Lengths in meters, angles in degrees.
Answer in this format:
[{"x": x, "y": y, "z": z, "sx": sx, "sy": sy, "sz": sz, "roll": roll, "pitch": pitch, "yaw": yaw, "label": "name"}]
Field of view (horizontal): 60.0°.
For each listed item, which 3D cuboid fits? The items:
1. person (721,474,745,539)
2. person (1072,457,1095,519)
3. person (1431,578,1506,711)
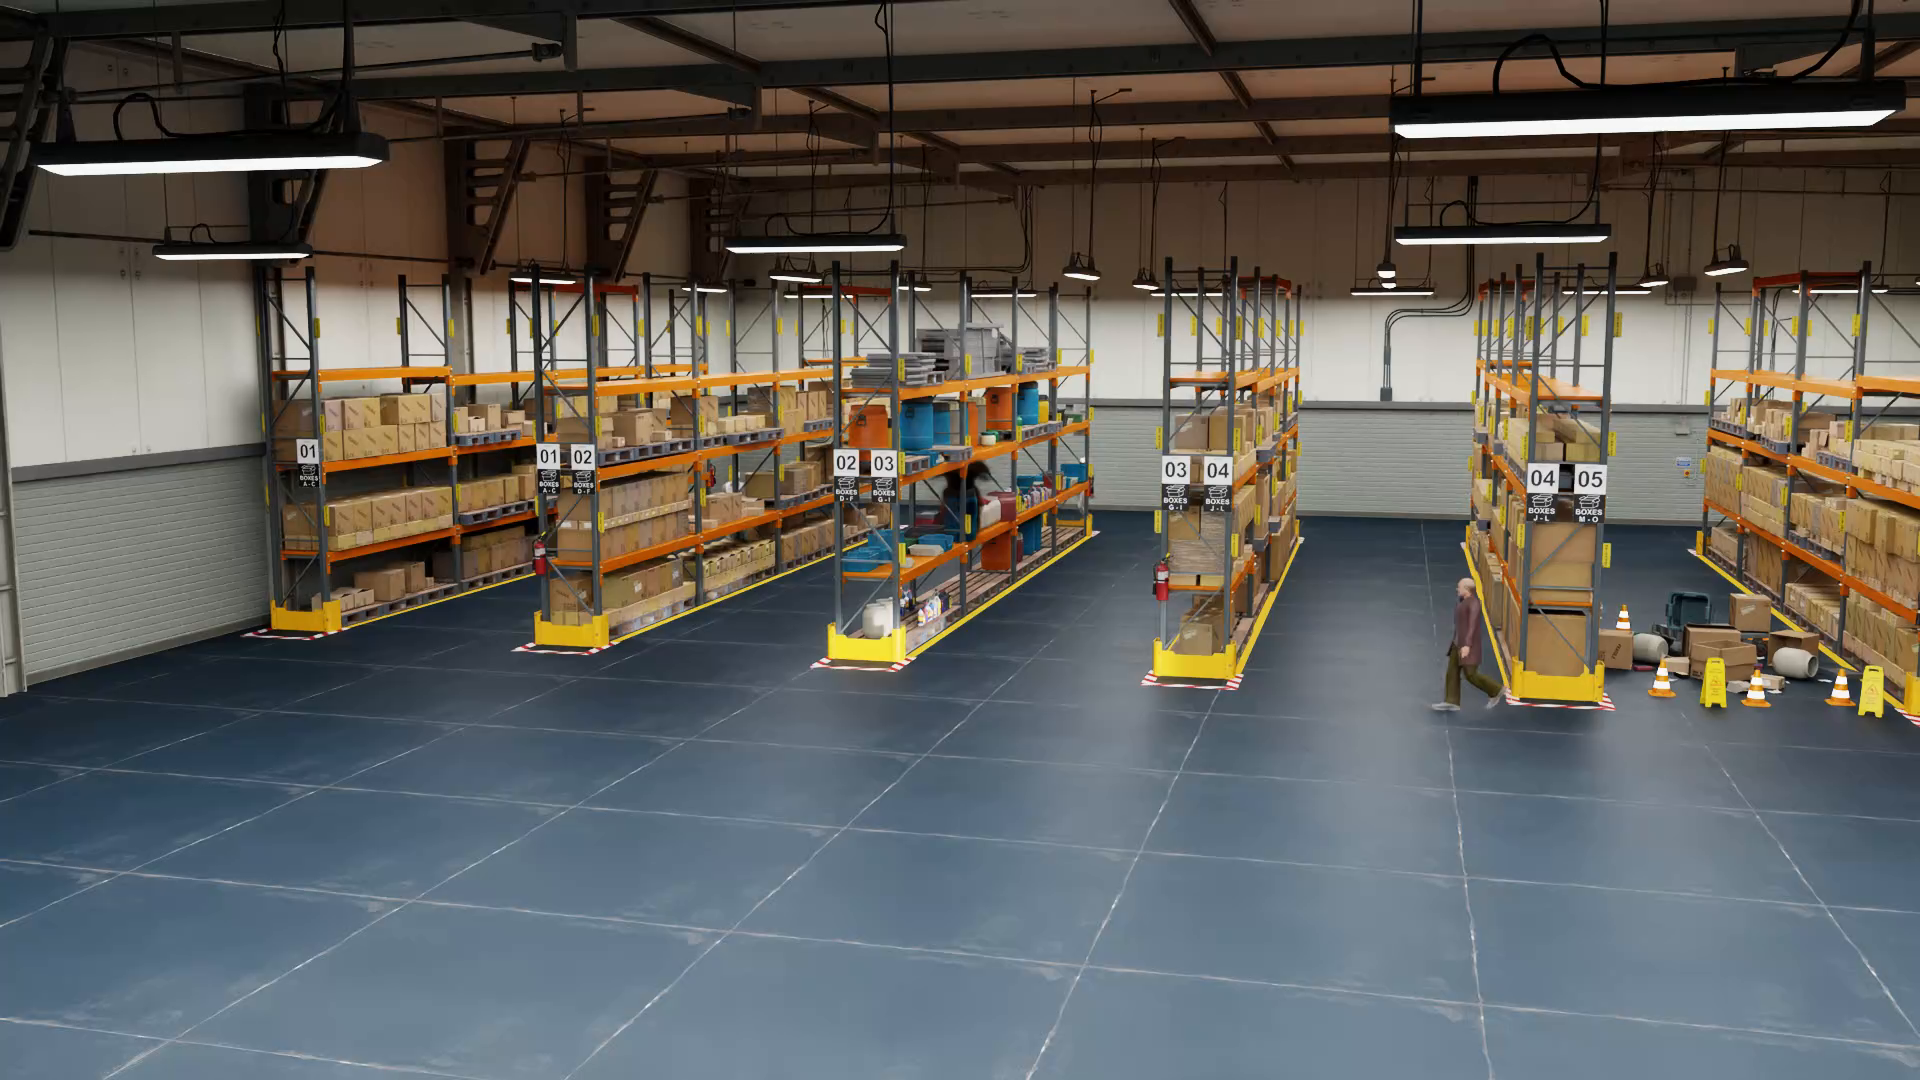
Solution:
[{"x": -5.221, "y": -0.764, "z": 38.360, "sx": 0.735, "sy": 1.652, "sz": 0.871, "roll": 2, "pitch": 7, "yaw": 15, "label": "person"}, {"x": 3.092, "y": -1.181, "z": 41.918, "sx": 0.518, "sy": 1.824, "sz": 0.479, "roll": -4, "pitch": 8, "yaw": -30, "label": "person"}, {"x": 6.722, "y": 1.355, "z": 21.732, "sx": 0.691, "sy": 1.732, "sz": 0.548, "roll": -1, "pitch": 7, "yaw": -9, "label": "person"}]
